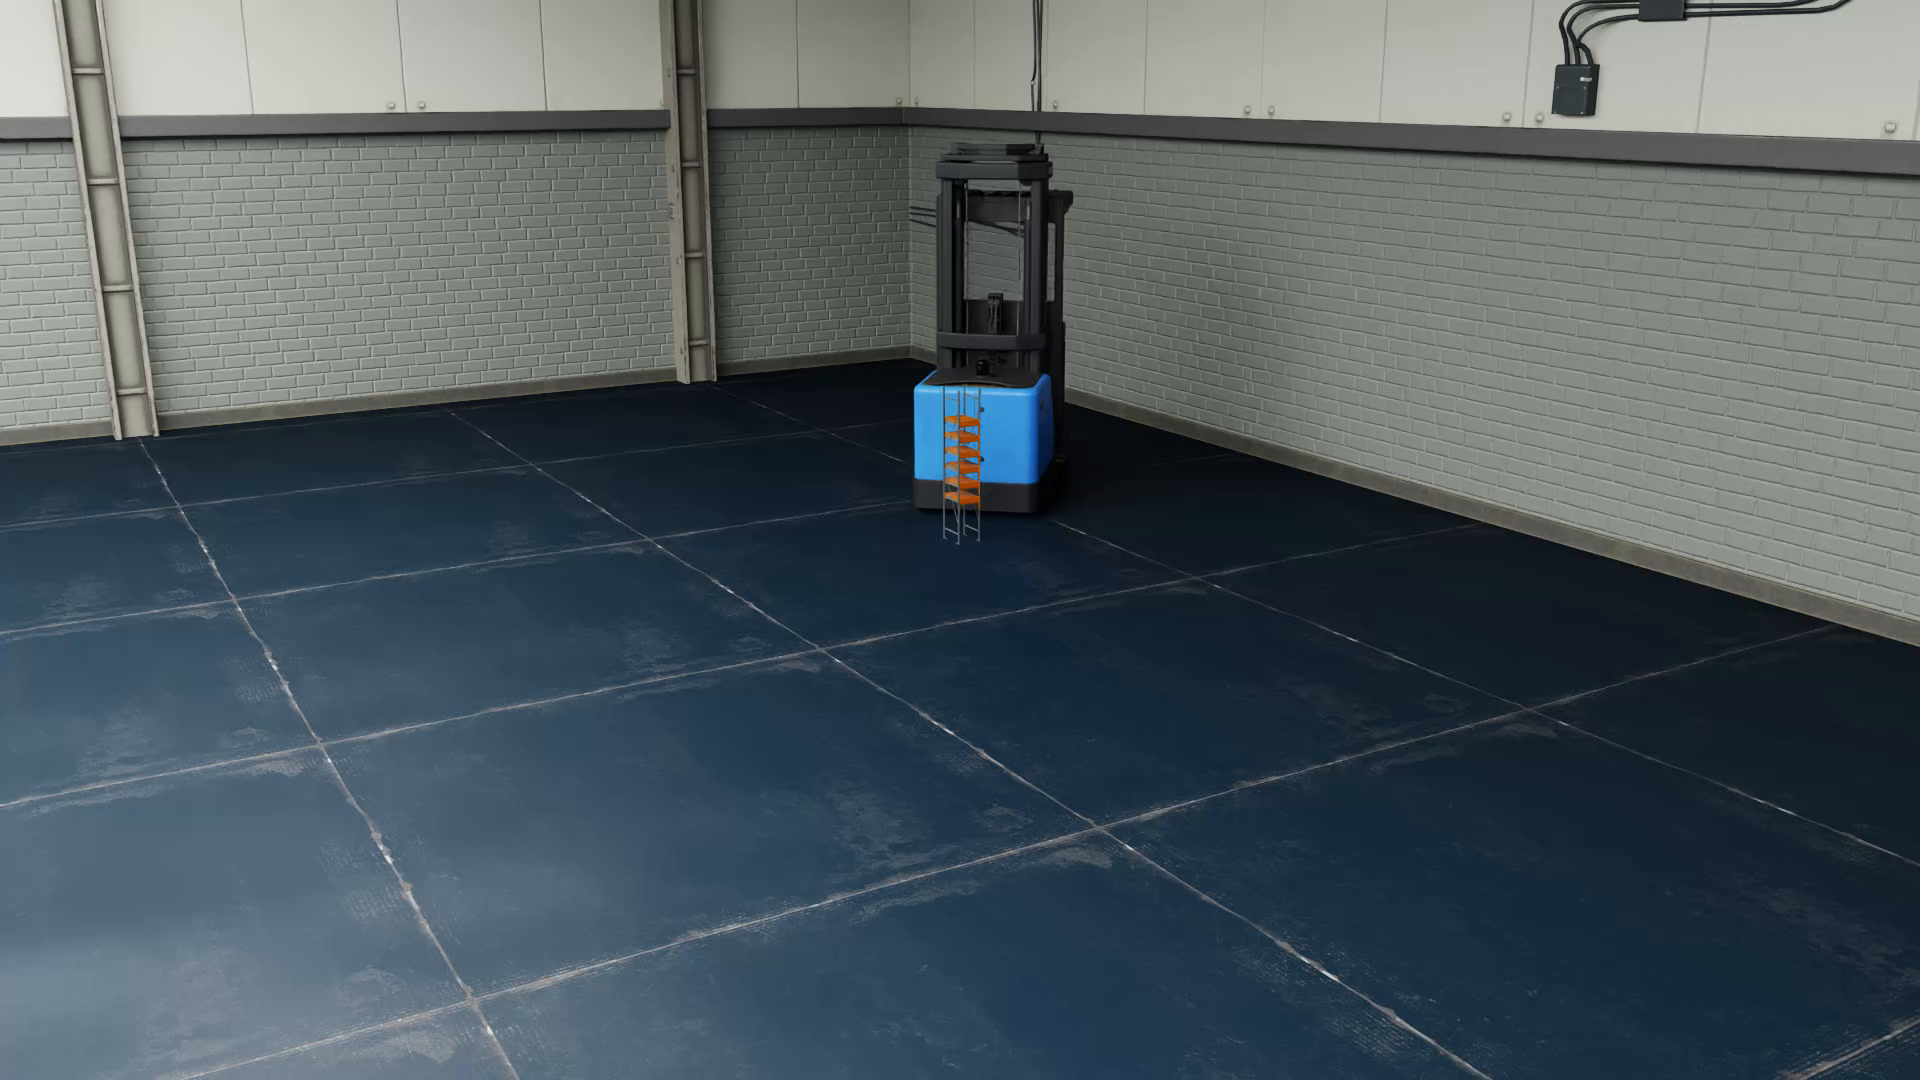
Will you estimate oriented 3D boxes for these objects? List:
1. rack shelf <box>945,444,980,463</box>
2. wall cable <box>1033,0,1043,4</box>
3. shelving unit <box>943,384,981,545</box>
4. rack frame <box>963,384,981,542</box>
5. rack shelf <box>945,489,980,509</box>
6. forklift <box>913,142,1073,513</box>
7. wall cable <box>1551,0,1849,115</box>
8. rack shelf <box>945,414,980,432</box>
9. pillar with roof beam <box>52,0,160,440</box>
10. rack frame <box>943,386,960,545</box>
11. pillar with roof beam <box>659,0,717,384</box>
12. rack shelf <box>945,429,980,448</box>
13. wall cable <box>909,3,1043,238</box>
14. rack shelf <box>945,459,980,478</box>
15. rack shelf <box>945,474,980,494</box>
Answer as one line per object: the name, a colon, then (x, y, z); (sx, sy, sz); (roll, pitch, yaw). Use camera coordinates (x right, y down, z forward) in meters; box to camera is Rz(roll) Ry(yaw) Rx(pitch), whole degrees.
rack shelf: (0.012, -0.653, 12.735); (0.180, 0.103, 0.258); (-9, 18, -30)
wall cable: (1.491, -6.633, 16.296); (0.112, 2.526, 3.097); (-9, 18, -30)
shelving unit: (0.012, -0.580, 12.755); (0.189, 1.200, 0.258); (-9, 18, -30)
rack frame: (0.091, -0.592, 12.800); (0.006, 1.200, 0.240); (-9, 18, -30)
rack shelf: (0.012, -0.306, 12.832); (0.180, 0.103, 0.258); (-9, 18, -30)
forklift: (0.384, -1.982, 14.548); (1.130, 2.935, 3.031); (3, 16, 10)
wall cable: (4.973, -5.761, 10.489); (0.169, 6.003, 2.305); (-9, 18, -30)
rack shelf: (0.012, -0.884, 12.670); (0.180, 0.103, 0.258); (-9, 18, -30)
pillar with roof beam: (-6.034, -4.389, 11.893); (0.400, 9.000, 9.100); (-9, 18, -30)
rack frame: (-0.066, -0.567, 12.710); (0.006, 1.200, 0.240); (-9, 18, -30)
pillar with roof beam: (-0.891, -5.223, 14.869); (0.400, 9.000, 9.100); (-9, 18, -30)
rack shelf: (0.012, -0.768, 12.702); (0.180, 0.103, 0.258); (-9, 18, -30)
wall cable: (0.098, -4.827, 19.211); (0.112, 2.526, 3.097); (-9, 18, -30)
rack shelf: (0.012, -0.537, 12.767); (0.180, 0.103, 0.258); (-9, 18, -30)
rack shelf: (0.012, -0.421, 12.799); (0.180, 0.103, 0.258); (-9, 18, -30)
